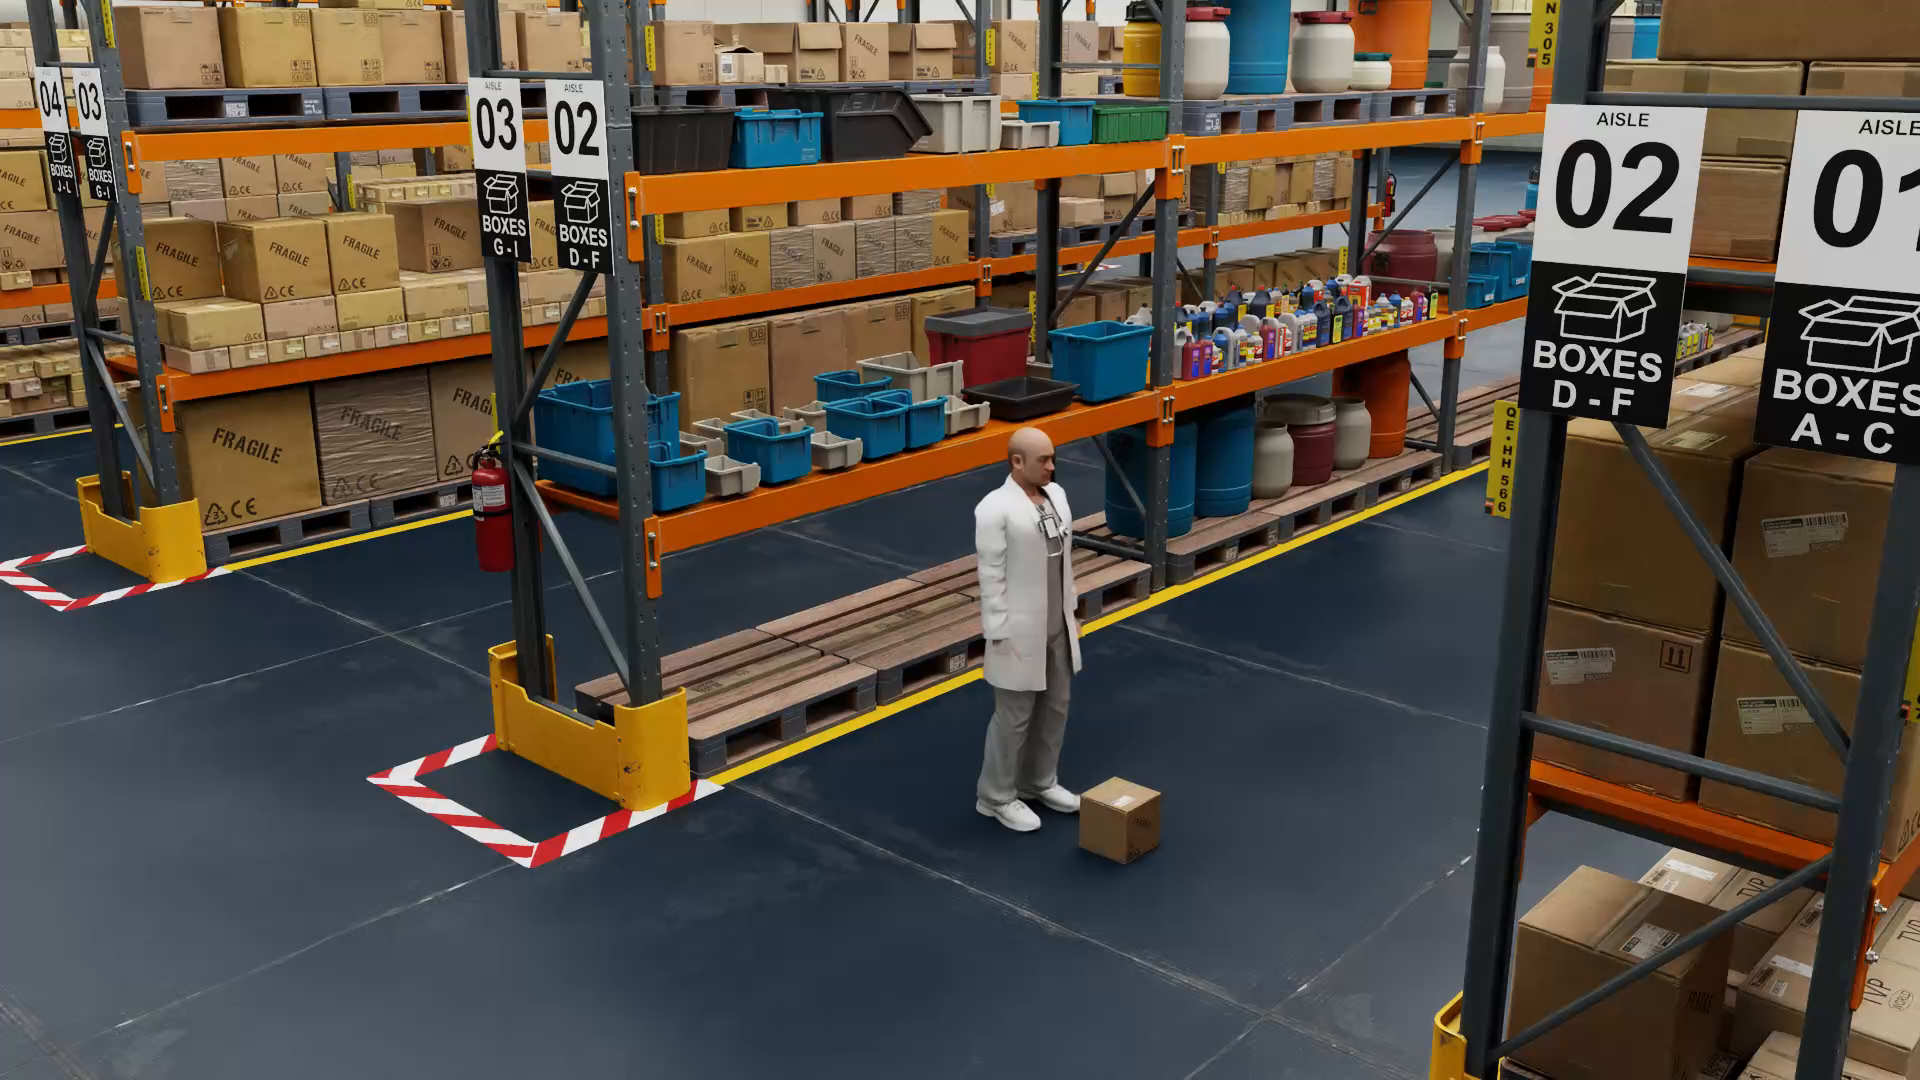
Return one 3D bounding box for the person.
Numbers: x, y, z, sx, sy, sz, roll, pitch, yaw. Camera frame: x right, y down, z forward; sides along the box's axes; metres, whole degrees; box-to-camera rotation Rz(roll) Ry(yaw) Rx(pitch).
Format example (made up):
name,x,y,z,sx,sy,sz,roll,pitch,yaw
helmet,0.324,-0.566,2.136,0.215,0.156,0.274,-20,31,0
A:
name,x,y,z,sx,sy,sz,roll,pitch,yaw
person,0.324,0.391,7.311,0.388,1.751,0.562,15,22,41
